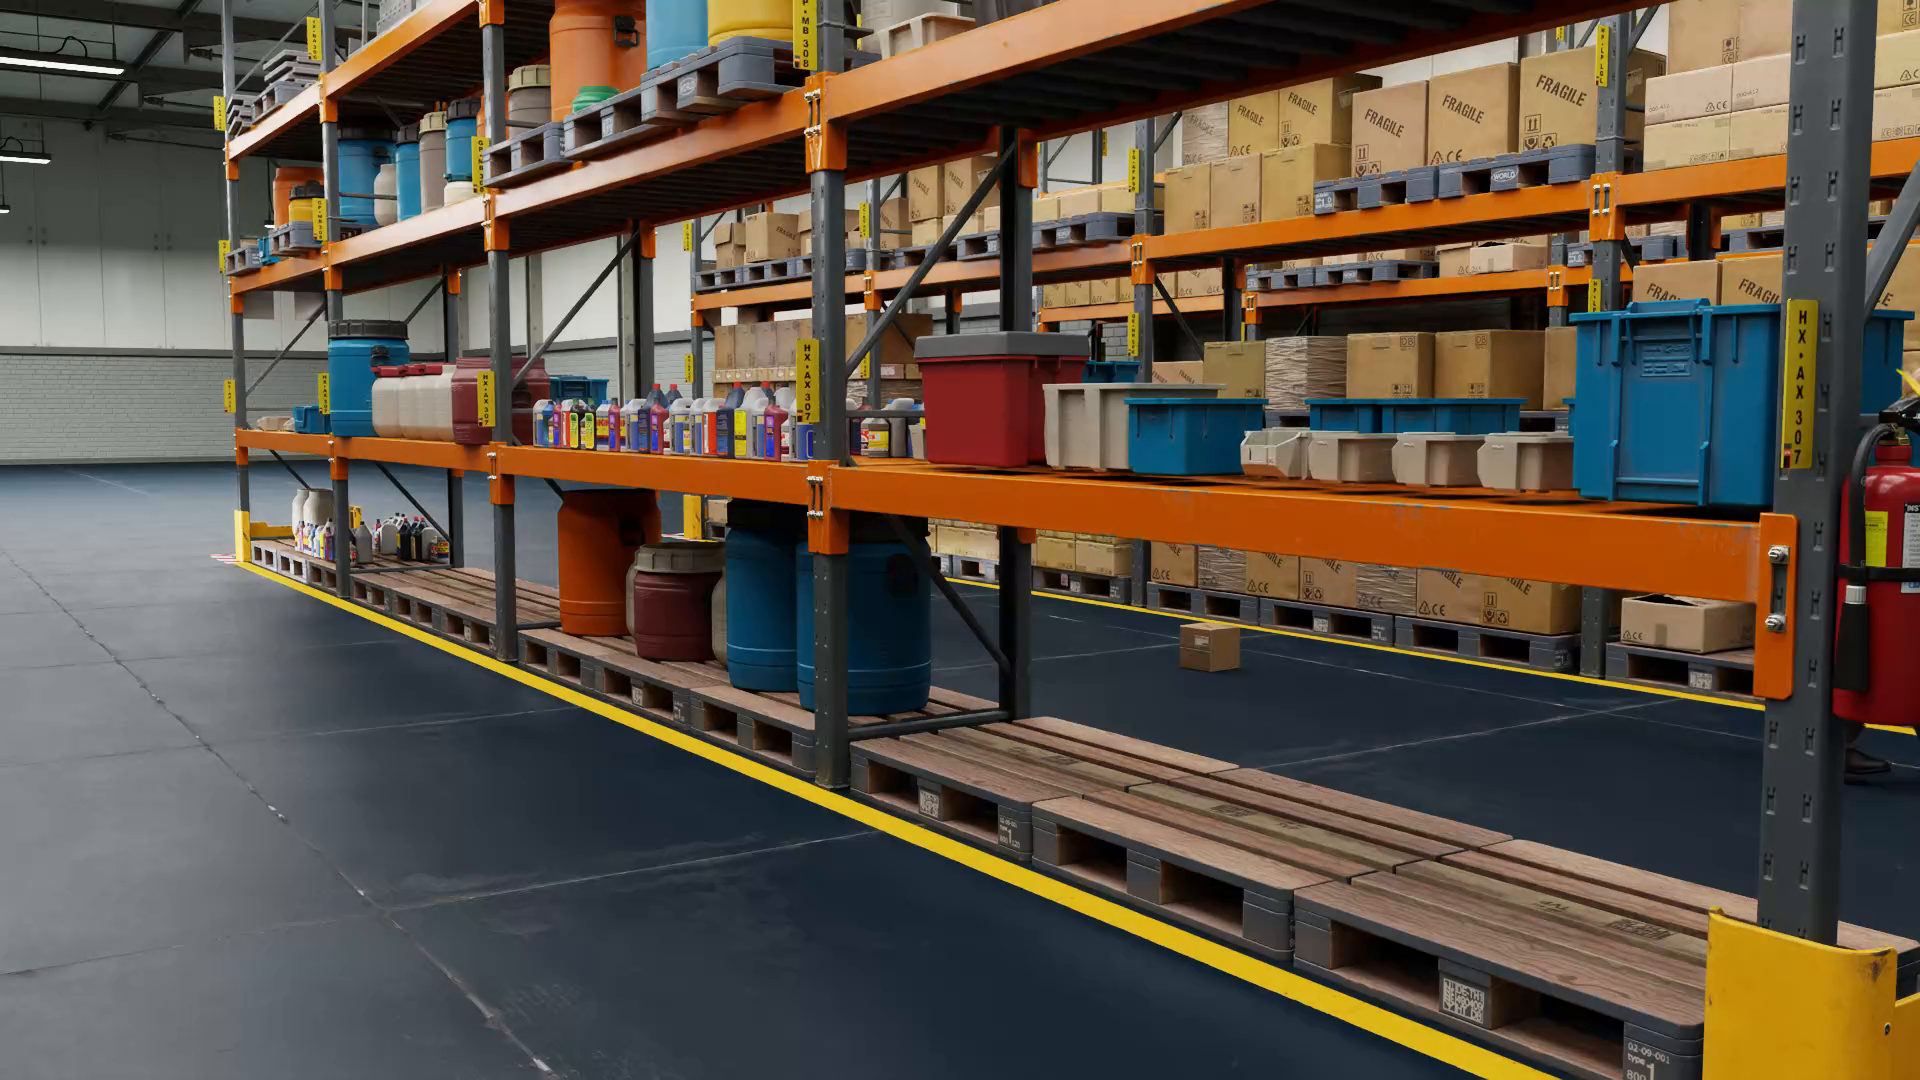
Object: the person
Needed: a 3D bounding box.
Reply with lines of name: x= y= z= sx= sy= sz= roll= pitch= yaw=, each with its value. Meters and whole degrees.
person: x=3.905 y=0.144 z=6.514 sx=0.556 sy=1.658 sz=1.024 roll=-3 pitch=6 yaw=-36
